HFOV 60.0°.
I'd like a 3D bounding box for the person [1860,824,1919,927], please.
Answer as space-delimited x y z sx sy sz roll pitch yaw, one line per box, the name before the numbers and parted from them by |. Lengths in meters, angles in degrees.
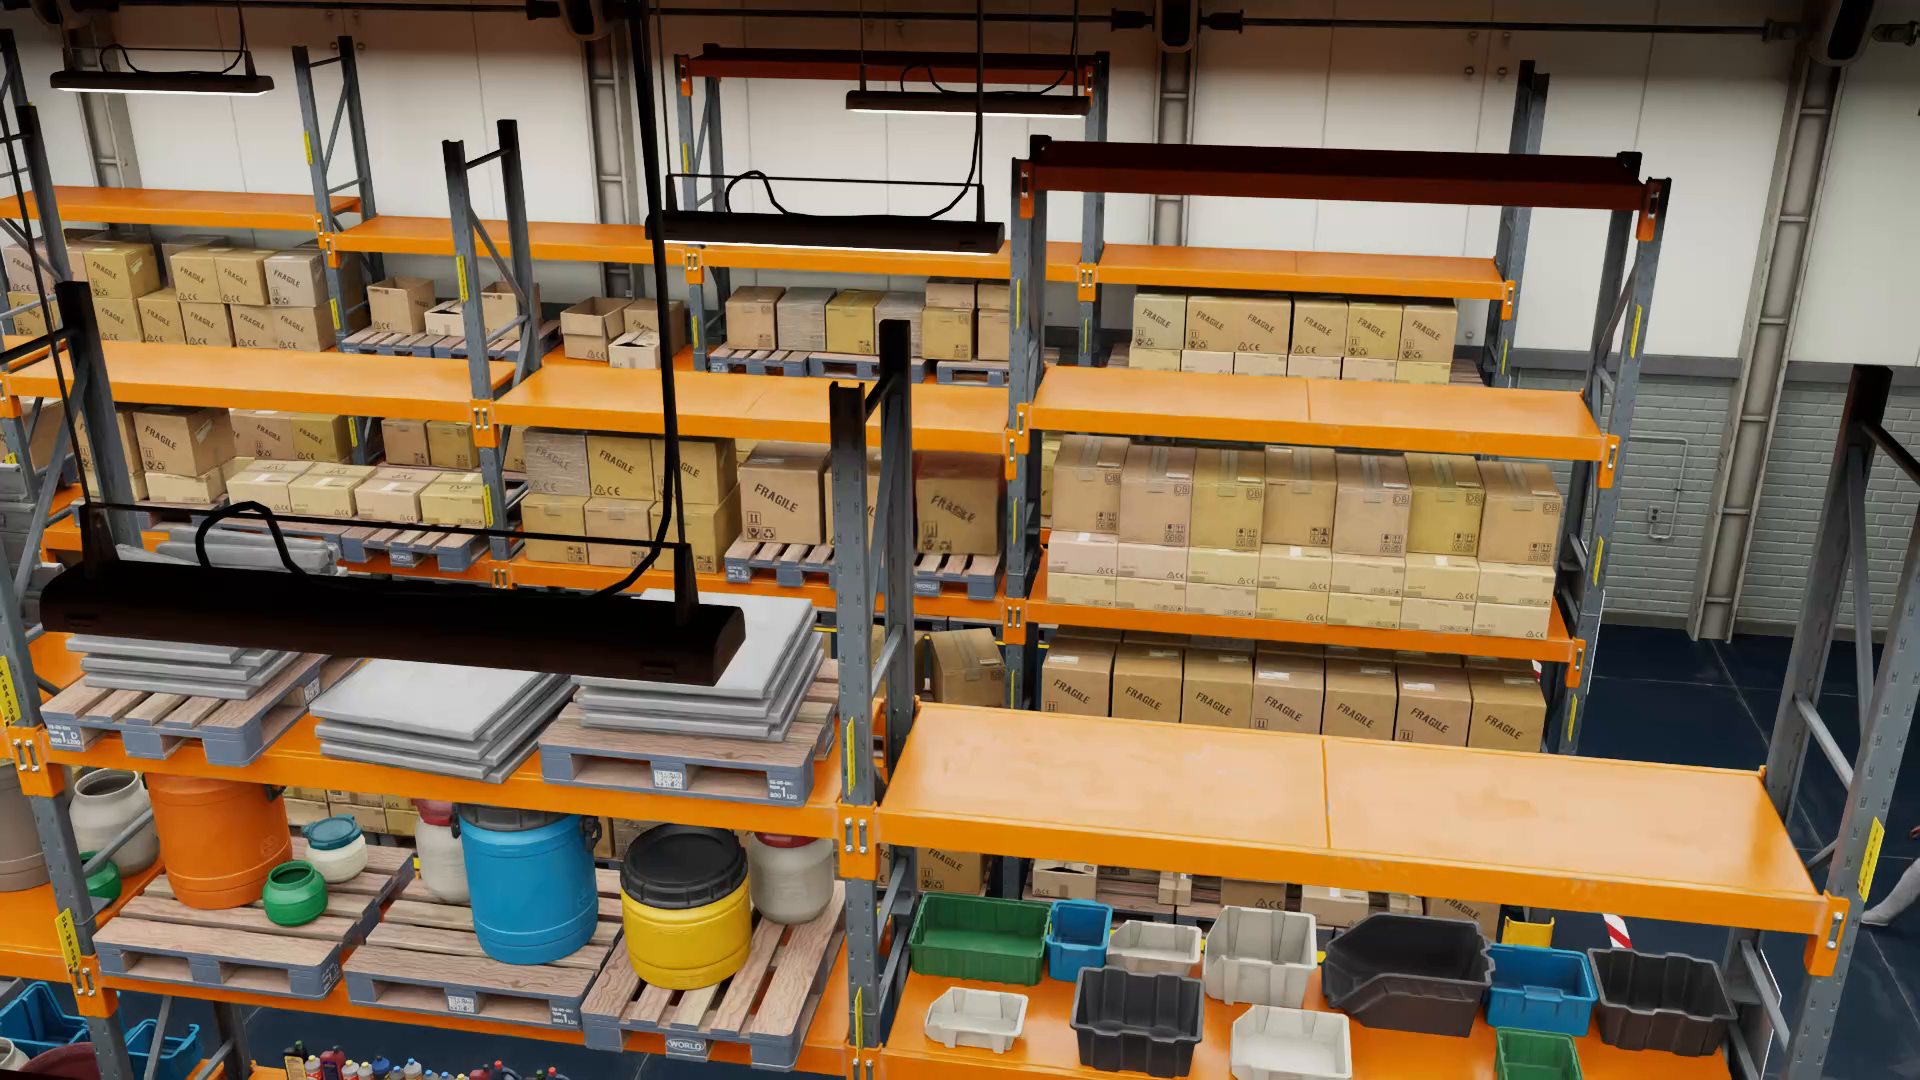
person | 7.588 2.304 12.815 1.025 1.613 0.464 12 26 26
